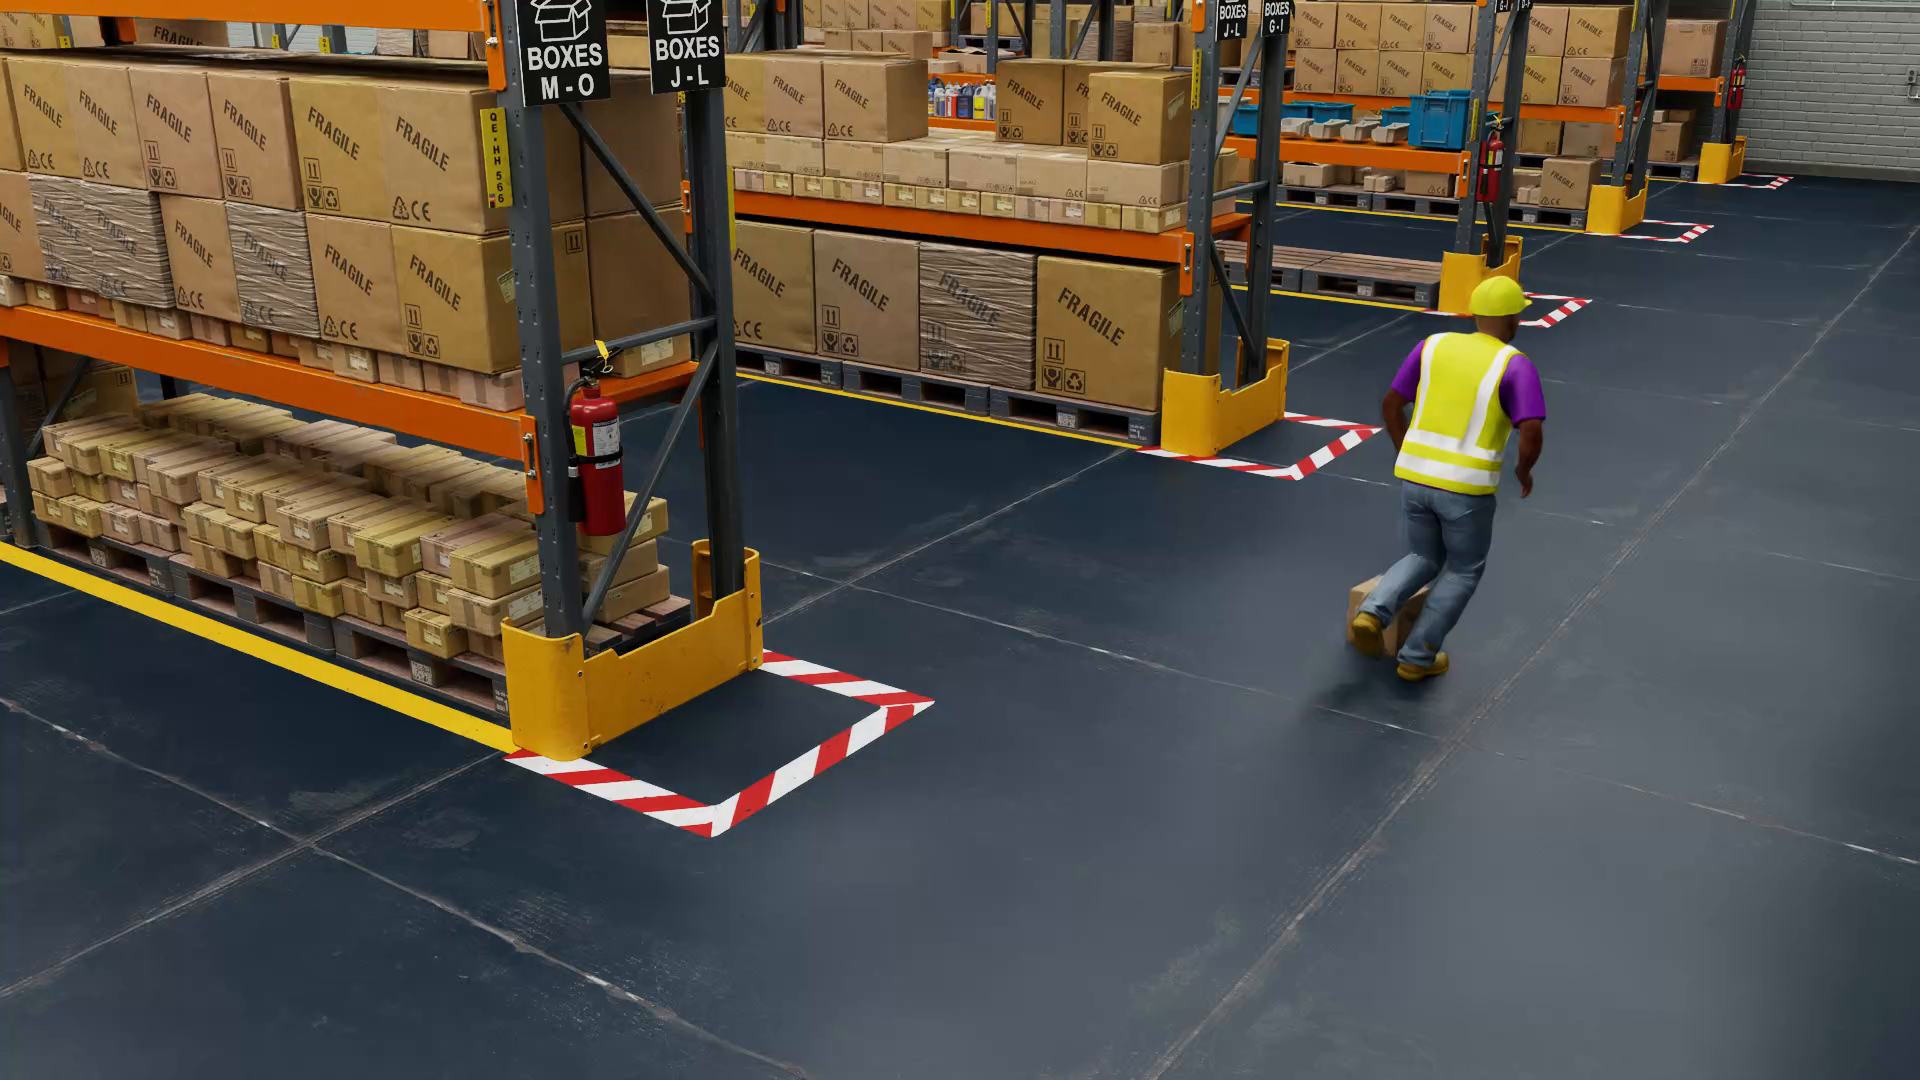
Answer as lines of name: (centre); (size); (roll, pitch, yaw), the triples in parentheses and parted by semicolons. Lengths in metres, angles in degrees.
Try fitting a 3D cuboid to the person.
person: (2.008, -0.221, 6.815); (0.785, 1.664, 0.725); (-17, 26, -39)
